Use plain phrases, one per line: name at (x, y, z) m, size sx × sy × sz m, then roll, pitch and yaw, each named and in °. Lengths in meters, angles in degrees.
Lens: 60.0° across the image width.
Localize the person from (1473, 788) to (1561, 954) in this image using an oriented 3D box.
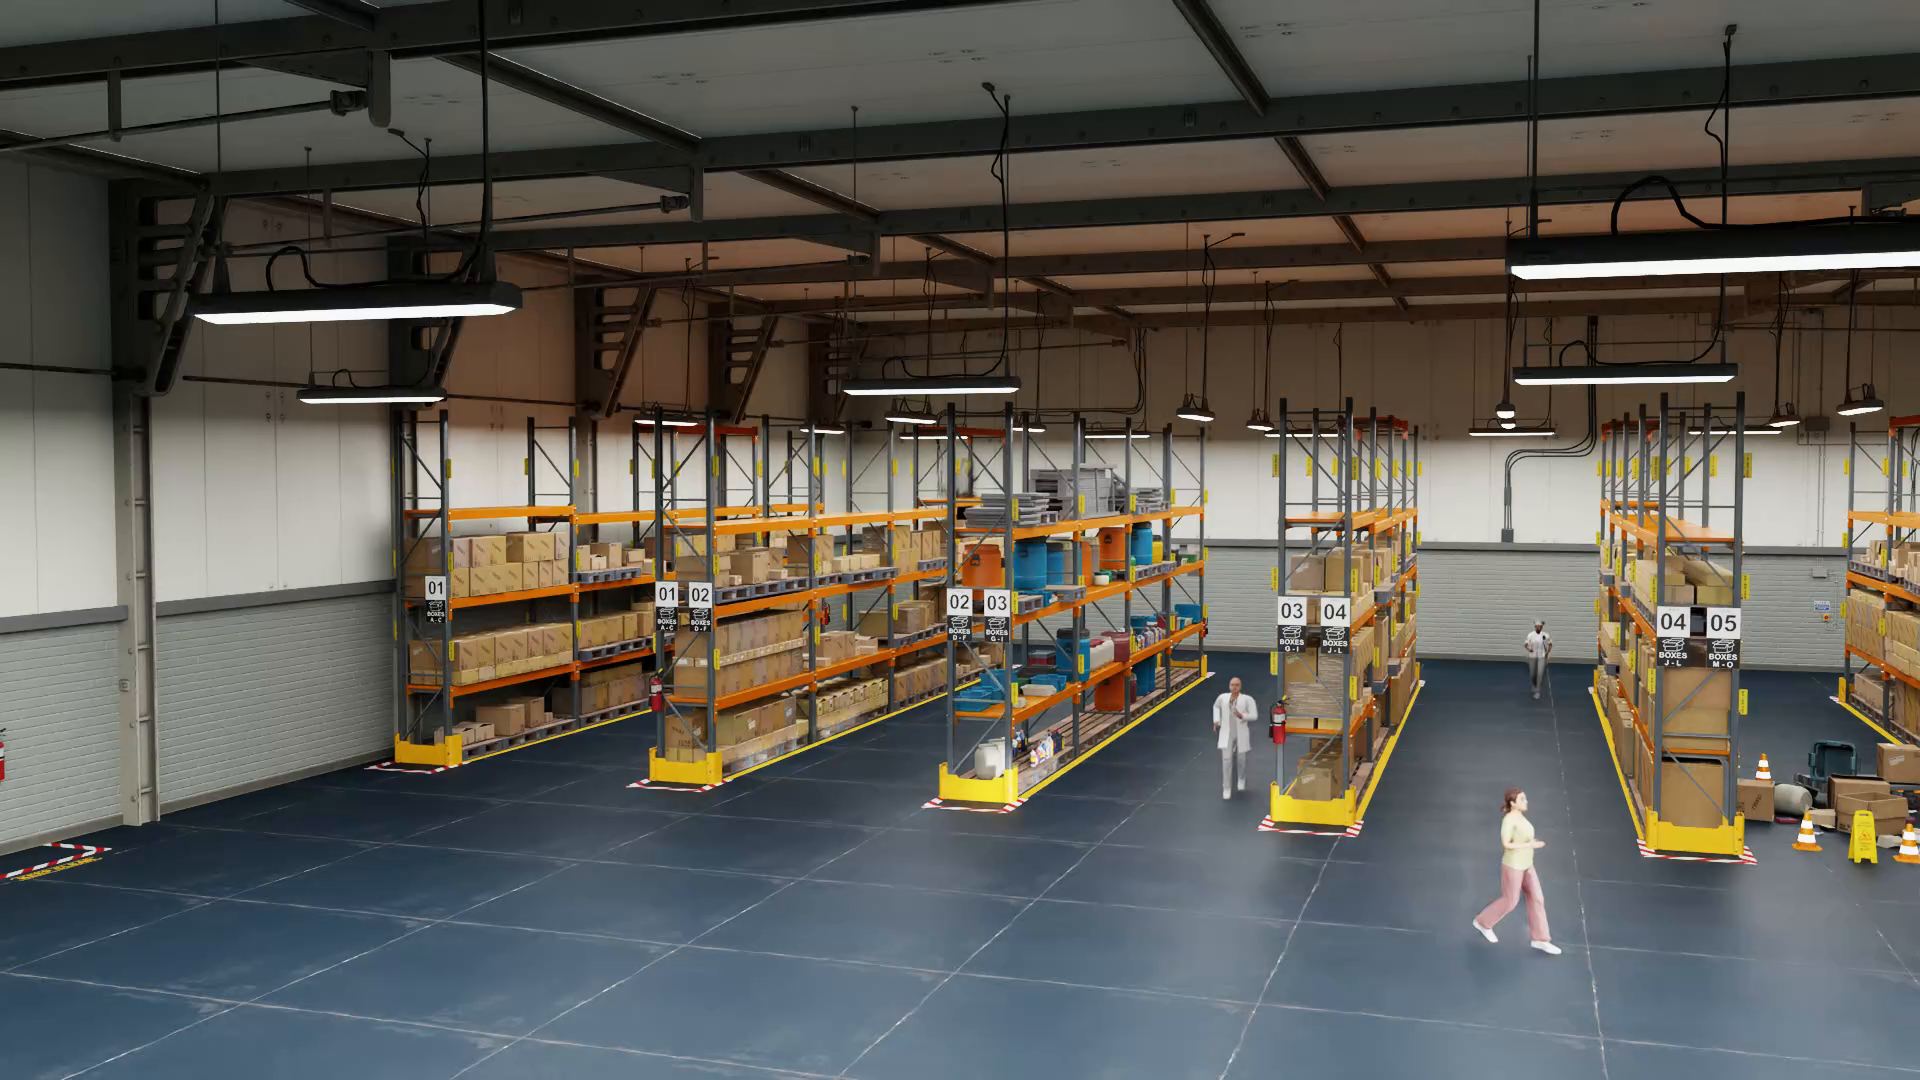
person at (5.768, 3.392, 17.212) m, size 0.908 × 1.664 × 0.580 m, roll 2°, pitch 3°, yaw 41°

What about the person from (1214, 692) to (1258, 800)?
person at (4.195, 3.096, 25.402) m, size 0.695 × 1.574 × 1.033 m, roll 1°, pitch 3°, yaw 15°

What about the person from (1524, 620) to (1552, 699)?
person at (12.695, 2.602, 36.555) m, size 0.578 × 1.716 × 0.742 m, roll 1°, pitch 3°, yaw 27°
